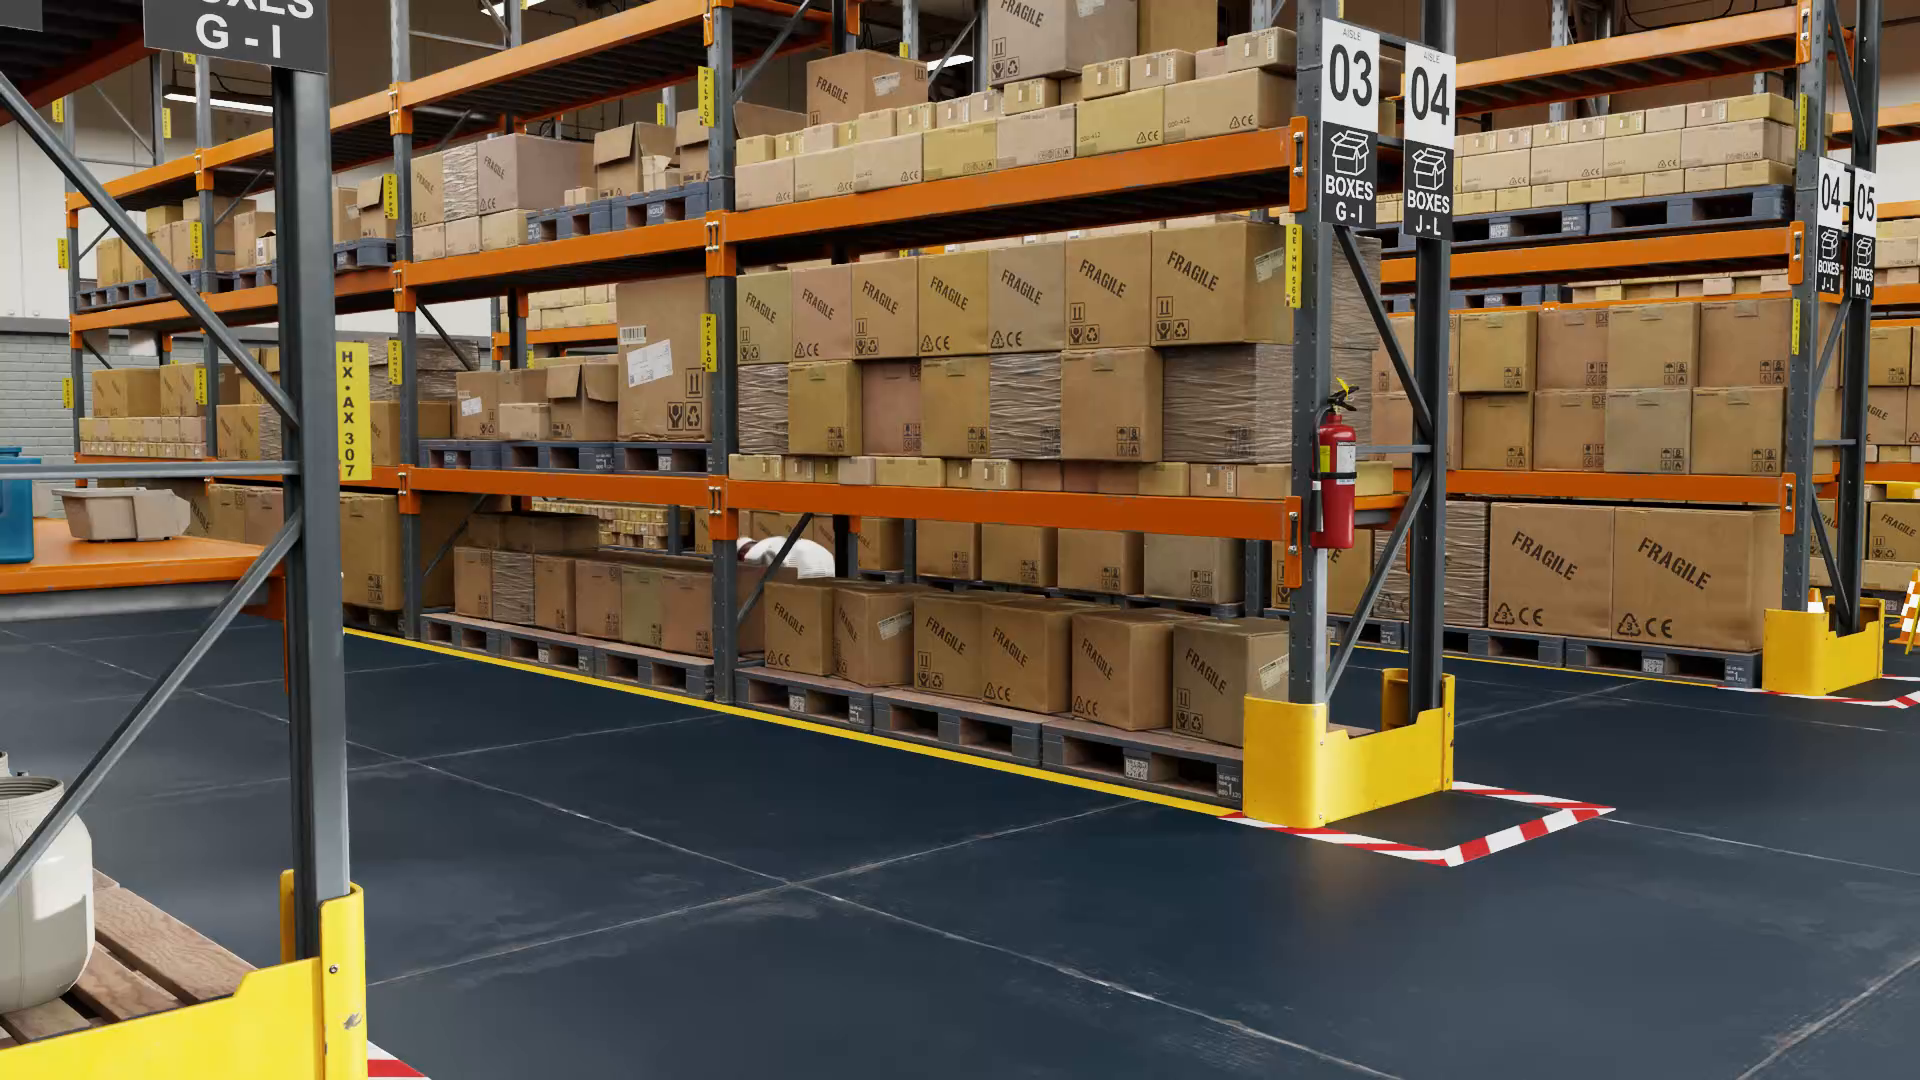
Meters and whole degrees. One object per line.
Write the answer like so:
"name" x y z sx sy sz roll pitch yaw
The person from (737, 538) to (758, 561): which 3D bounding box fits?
"person" -3.635 -1.963 9.725 11.426 5.813 7.332 4 5 45
